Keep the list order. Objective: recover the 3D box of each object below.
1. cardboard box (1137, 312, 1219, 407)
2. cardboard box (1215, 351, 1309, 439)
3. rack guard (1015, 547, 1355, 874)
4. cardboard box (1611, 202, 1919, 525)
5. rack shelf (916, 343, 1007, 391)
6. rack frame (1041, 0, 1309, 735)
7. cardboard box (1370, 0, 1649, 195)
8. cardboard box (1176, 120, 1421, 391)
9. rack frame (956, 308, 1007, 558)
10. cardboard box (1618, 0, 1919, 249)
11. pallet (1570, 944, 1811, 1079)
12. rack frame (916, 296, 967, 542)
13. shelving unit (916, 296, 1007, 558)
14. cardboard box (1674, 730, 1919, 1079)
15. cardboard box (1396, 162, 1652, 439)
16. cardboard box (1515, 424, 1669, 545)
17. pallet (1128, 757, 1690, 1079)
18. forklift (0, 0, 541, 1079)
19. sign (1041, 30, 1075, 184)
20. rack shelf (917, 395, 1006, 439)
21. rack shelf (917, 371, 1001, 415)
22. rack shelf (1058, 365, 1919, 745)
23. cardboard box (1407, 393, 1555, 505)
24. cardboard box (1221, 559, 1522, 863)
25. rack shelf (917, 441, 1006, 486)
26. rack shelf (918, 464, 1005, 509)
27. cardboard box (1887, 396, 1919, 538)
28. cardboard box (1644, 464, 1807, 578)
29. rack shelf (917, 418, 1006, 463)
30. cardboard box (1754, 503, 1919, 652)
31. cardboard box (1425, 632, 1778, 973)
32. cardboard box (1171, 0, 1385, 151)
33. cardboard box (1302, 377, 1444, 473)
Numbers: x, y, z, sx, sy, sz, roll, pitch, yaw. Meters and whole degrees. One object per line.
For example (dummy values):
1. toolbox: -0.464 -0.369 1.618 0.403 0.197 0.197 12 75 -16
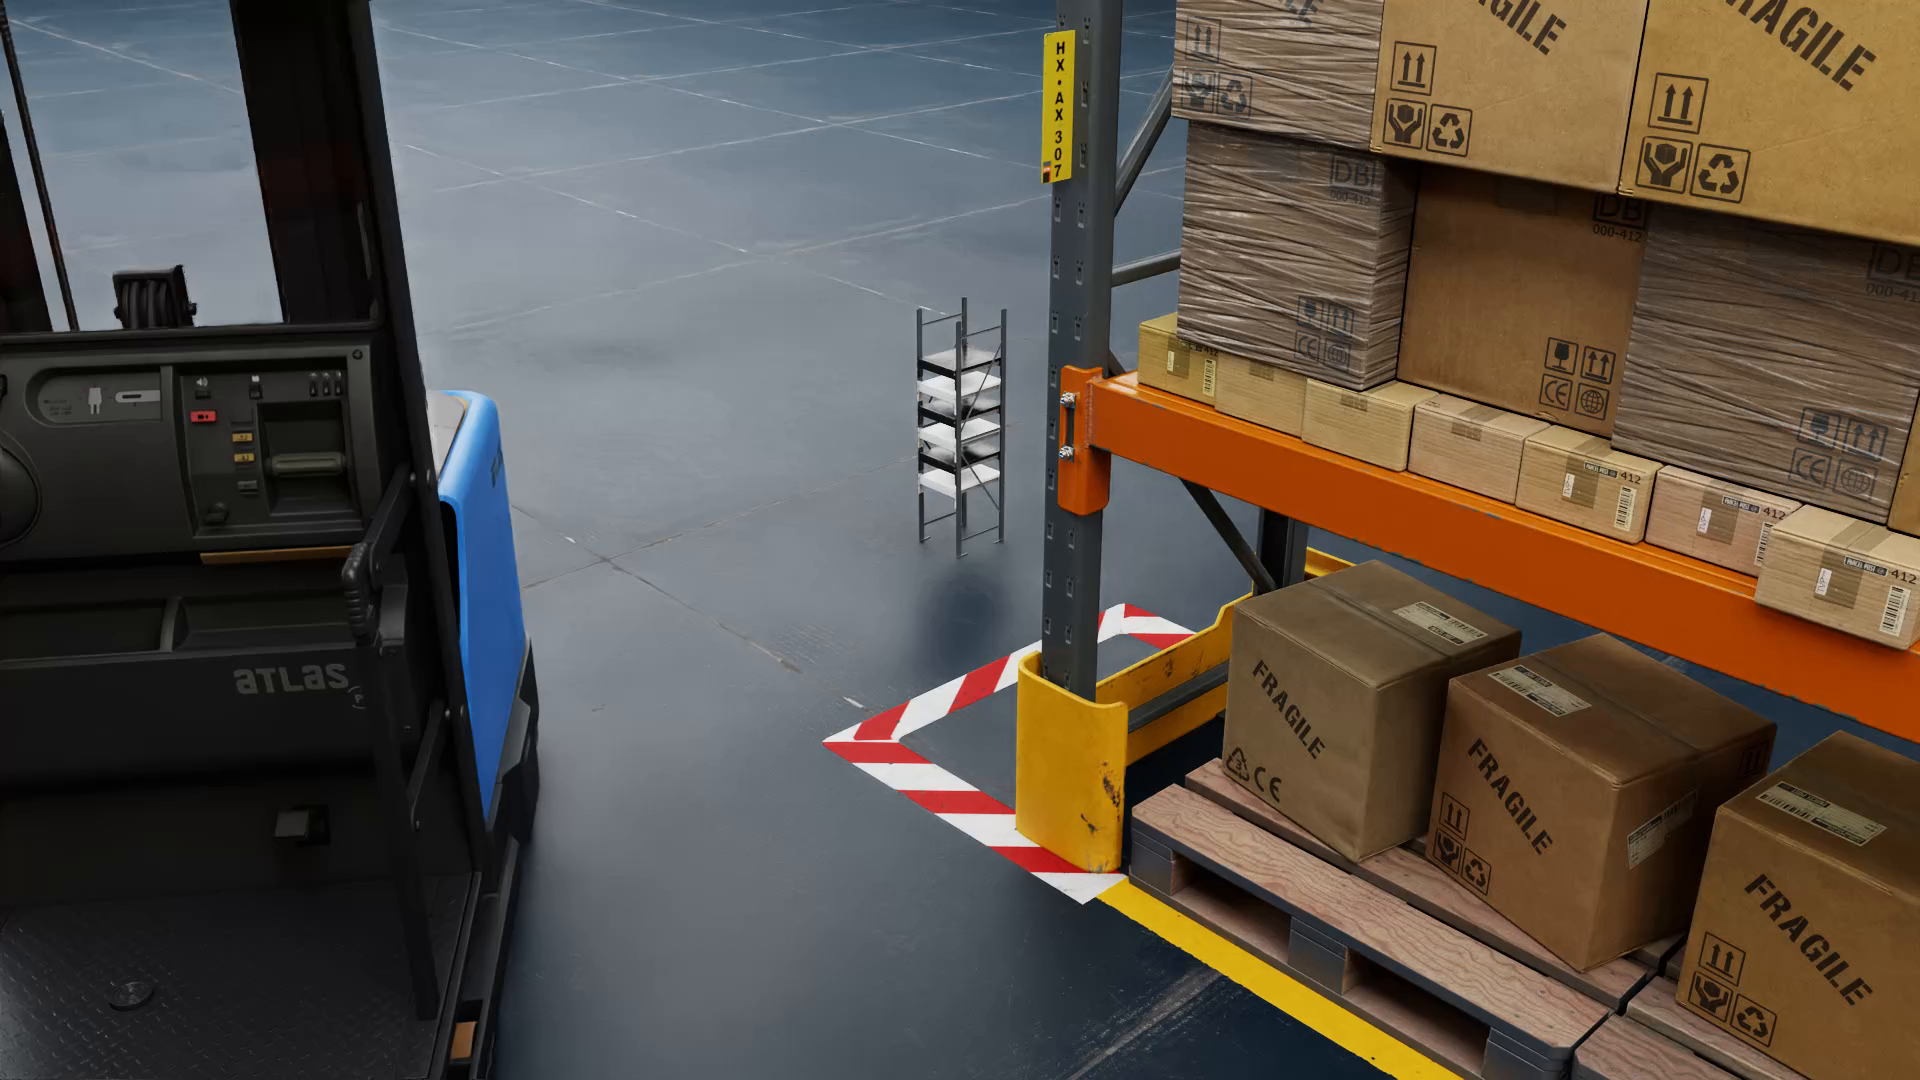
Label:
1. cardboard box: 0.638 -0.455 3.936 0.380 0.149 0.250 -21 32 -38
2. cardboard box: 0.794 -0.374 3.758 0.380 0.149 0.250 -21 32 -38
3. rack guard: 0.669 0.437 4.689 1.175 0.500 0.348 -21 32 -38
4. cardboard box: 1.712 -0.448 3.140 0.875 0.500 0.500 -21 32 -38
5. rack shelf: 0.006 -0.622 5.960 0.258 0.077 0.200 -21 32 -38
6. rack frame: 0.617 -0.723 4.221 1.000 3.000 0.127 -21 32 -38
7. cardboard box: 1.130 -0.961 3.060 0.500 0.500 0.500 -21 32 -38
8. cardboard box: 0.973 -0.729 3.756 0.875 0.500 0.500 -21 32 -38
9. rack frame: 0.075 -0.376 5.990 0.240 0.900 0.006 -21 32 -38
10. cardboard box: 1.473 -0.810 2.729 0.500 0.500 0.500 -21 32 -38
11. pallet: 2.028 1.194 3.378 1.003 0.211 1.213 -21 32 -38
12. rack frame: -0.064 -0.438 6.125 0.240 0.900 0.006 -21 32 -38
13. shelving unit: 0.006 -0.407 6.058 0.258 0.900 0.210 -21 32 -38
14. cardboard box: 1.879 0.784 3.424 0.500 0.500 0.500 -18 30 -34
15. cardboard box: 1.402 -0.612 3.499 0.875 0.500 0.500 -21 32 -38
16. cardboard box: 1.306 -0.146 3.259 0.380 0.149 0.250 -21 32 -38
17. pallet: 1.198 0.825 4.188 1.003 0.211 1.213 -21 32 -38
18. forklift: -1.584 -0.146 3.039 1.130 2.935 3.031 -3 25 -7
19. sign: 0.221 -0.963 3.704 0.100 0.325 0.005 -21 32 -38
20. rack shelf: 0.006 -0.459 6.034 0.258 0.077 0.200 -21 32 -38
21. rack shelf: 0.006 -0.540 5.997 0.258 0.077 0.200 -21 32 -38
22. rack shelf: 1.984 0.210 3.042 1.077 0.370 4.000 -21 32 -38
23. cardboard box: 1.140 -0.224 3.429 0.380 0.149 0.250 -21 32 -38
24. cardboard box: 1.031 0.417 4.227 0.500 0.500 0.500 -15 28 -29
25. rack shelf: 0.006 -0.295 6.109 0.258 0.077 0.200 -21 32 -38
26. rack shelf: 0.006 -0.213 6.146 0.258 0.077 0.200 -21 32 -38
27. cardboard box: 2.045 -0.293 2.800 0.875 0.500 0.500 -21 32 -38
28. cardboard box: 1.497 -0.078 3.110 0.380 0.149 0.250 -21 32 -38
29. rack shelf: 0.006 -0.377 6.072 0.258 0.077 0.200 -21 32 -38
30. cardboard box: 1.592 0.027 2.879 0.380 0.149 0.250 -21 32 -38
31. cardboard box: 1.465 0.588 3.852 0.500 0.500 0.500 -12 27 -25
32. cardboard box: 0.794 -1.115 3.396 0.500 0.500 0.500 -21 32 -38
33. cardboard box: 0.954 -0.294 3.582 0.380 0.149 0.250 -21 32 -38
